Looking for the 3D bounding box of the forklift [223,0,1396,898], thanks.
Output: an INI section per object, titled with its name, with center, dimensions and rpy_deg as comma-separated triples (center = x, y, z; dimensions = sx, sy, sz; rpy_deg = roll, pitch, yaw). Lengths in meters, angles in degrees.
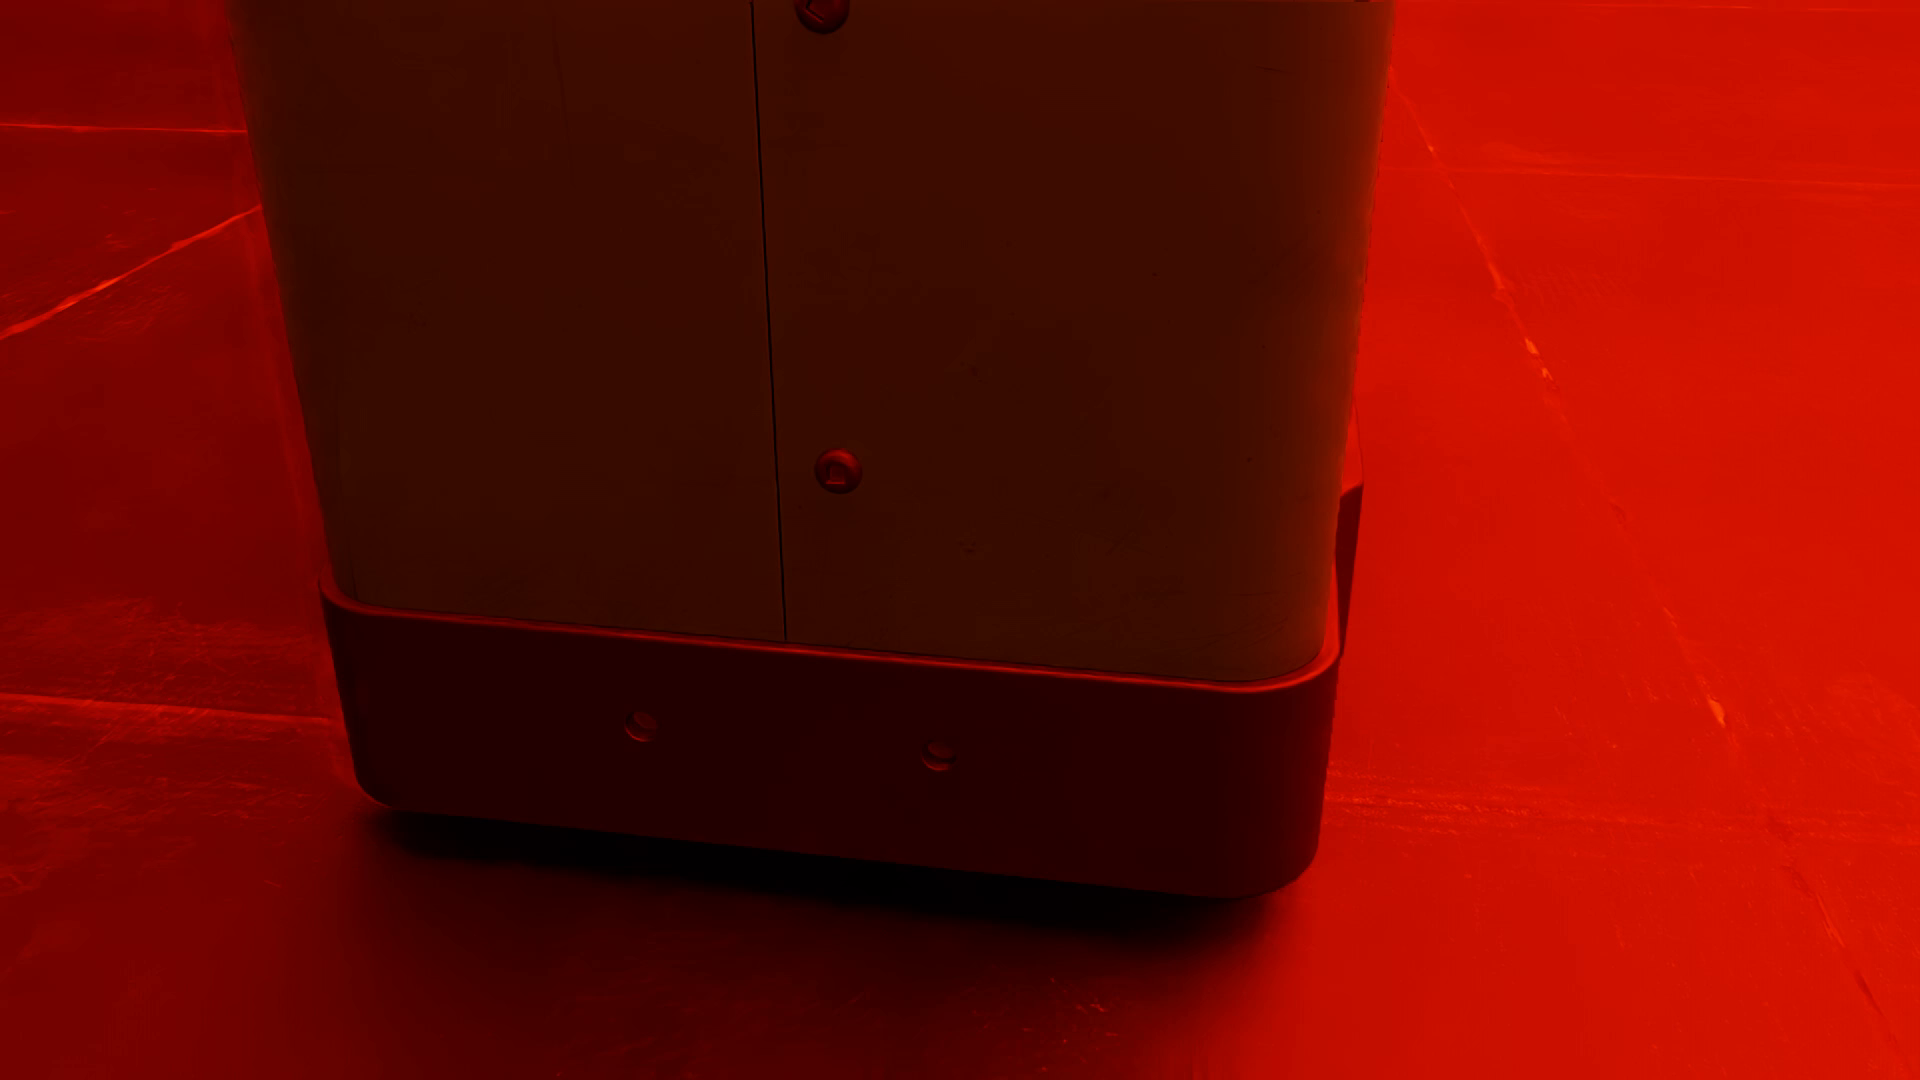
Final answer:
[forklift]
center = 0.091, -1.593, 2.411
dimensions = 1.130, 2.935, 3.031
rpy_deg = 4, 27, 9
